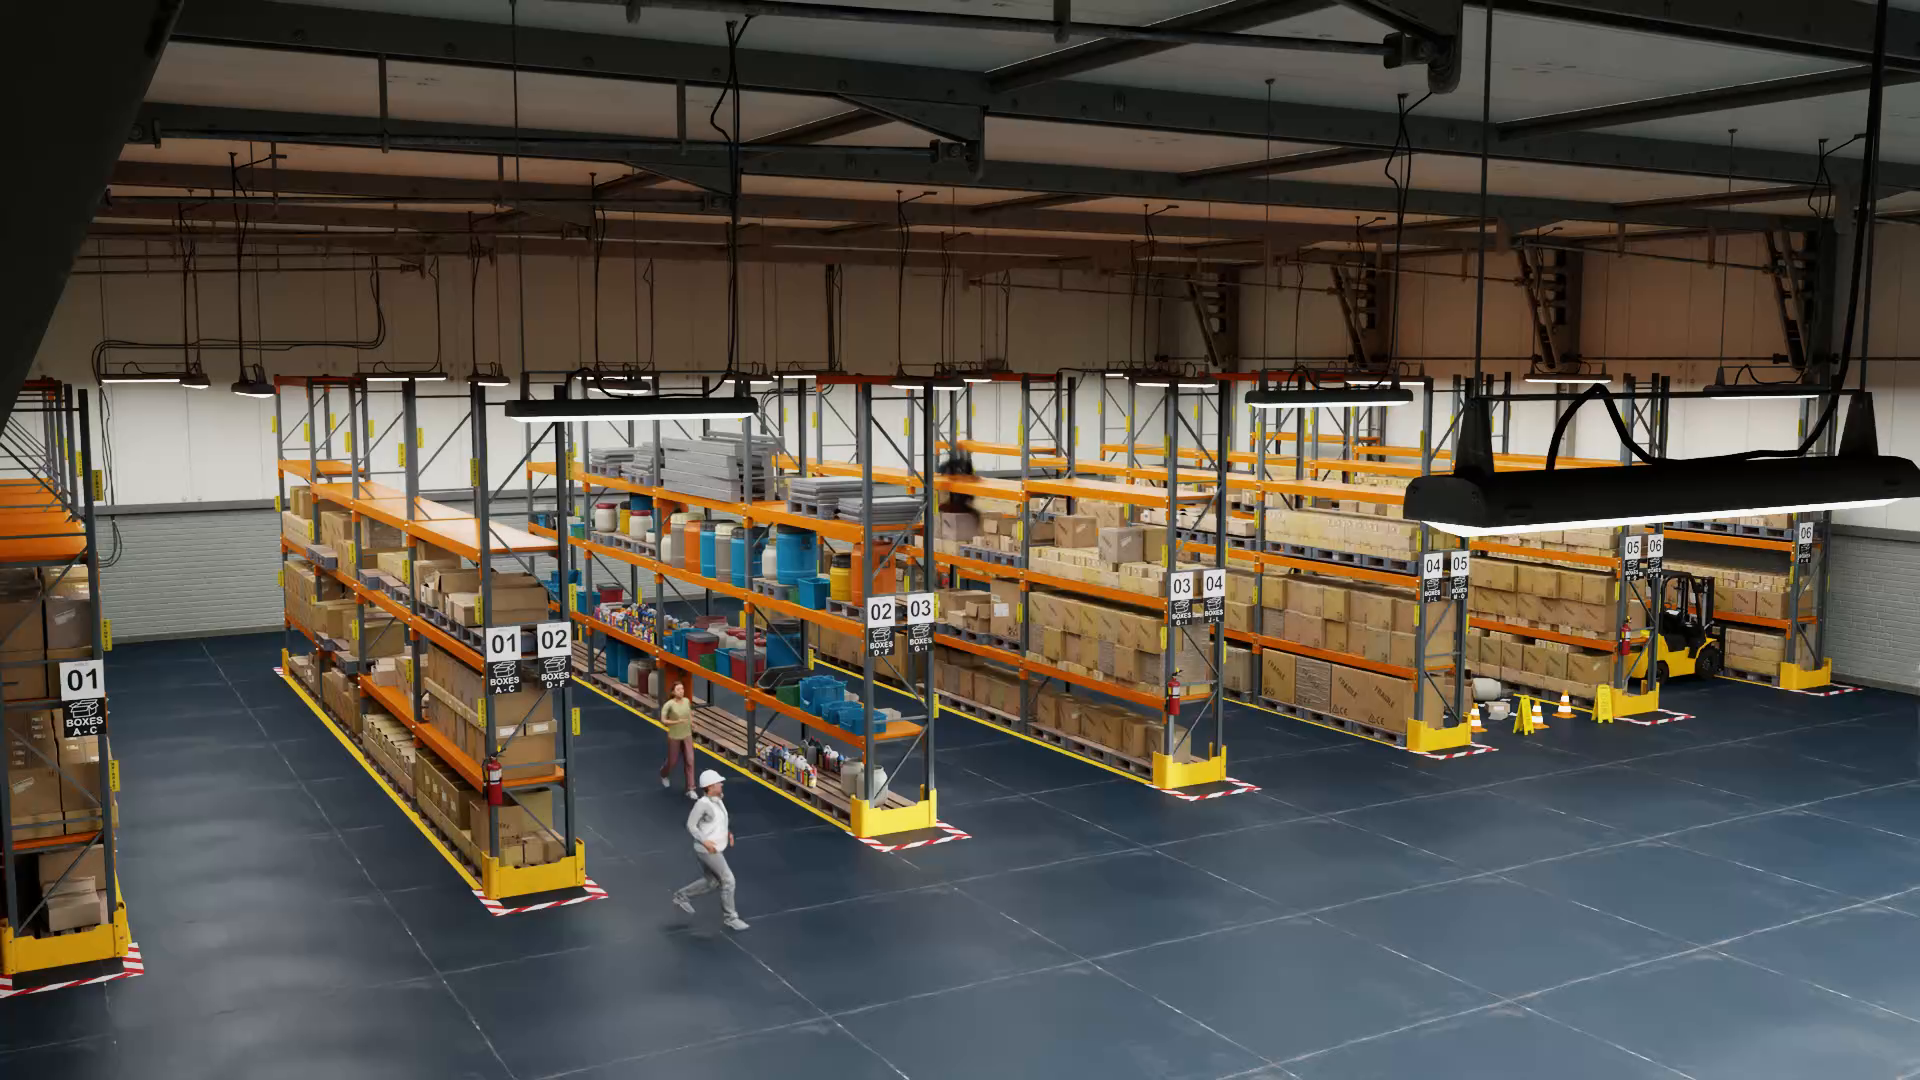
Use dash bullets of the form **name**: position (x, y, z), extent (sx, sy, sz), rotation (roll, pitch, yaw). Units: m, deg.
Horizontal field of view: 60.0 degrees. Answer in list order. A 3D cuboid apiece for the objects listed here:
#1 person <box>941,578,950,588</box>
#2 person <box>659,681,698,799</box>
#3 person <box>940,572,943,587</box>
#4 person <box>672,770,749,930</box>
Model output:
- **person**: position (-0.330, 1.670, 34.601), extent (0.624, 1.784, 1.167), rotation (-3, 7, -27)
- **person**: position (-4.064, 2.858, 24.049), extent (0.579, 1.641, 0.963), rotation (-4, 8, -35)
- **person**: position (-0.634, 0.950, 41.957), extent (0.601, 1.628, 0.566), rotation (-4, 7, -32)
- **person**: position (-2.793, 3.445, 18.546), extent (0.907, 1.787, 0.676), rotation (1, 6, 6)
